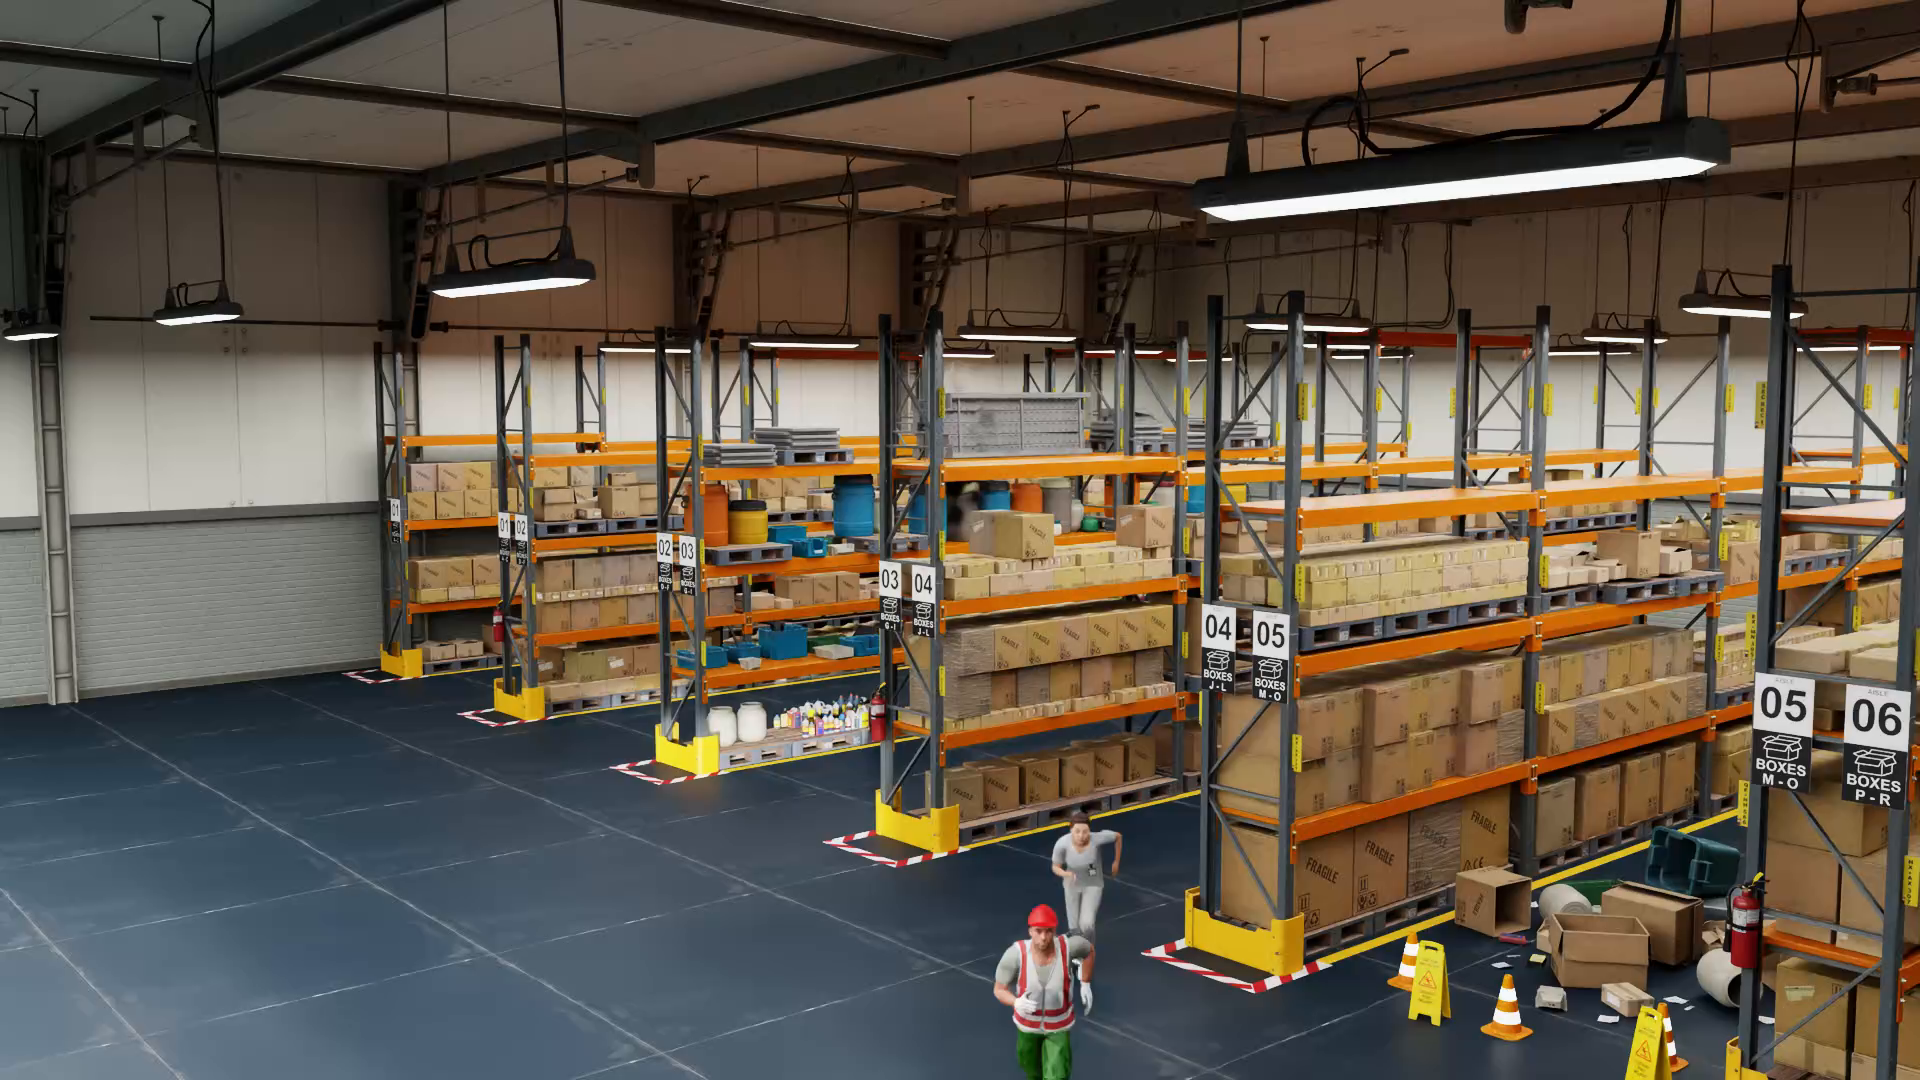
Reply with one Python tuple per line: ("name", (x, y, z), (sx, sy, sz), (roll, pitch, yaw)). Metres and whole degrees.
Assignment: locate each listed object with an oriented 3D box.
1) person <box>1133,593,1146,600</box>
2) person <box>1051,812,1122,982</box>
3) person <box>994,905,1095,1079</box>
("person", (3.582, 1.342, 32.518), (0.599, 1.711, 0.880), (4, 6, 36))
("person", (1.108, 3.078, 14.532), (0.596, 1.551, 0.934), (1, 5, 9))
("person", (0.567, 3.296, 11.135), (0.660, 1.852, 0.918), (1, 5, 6))
